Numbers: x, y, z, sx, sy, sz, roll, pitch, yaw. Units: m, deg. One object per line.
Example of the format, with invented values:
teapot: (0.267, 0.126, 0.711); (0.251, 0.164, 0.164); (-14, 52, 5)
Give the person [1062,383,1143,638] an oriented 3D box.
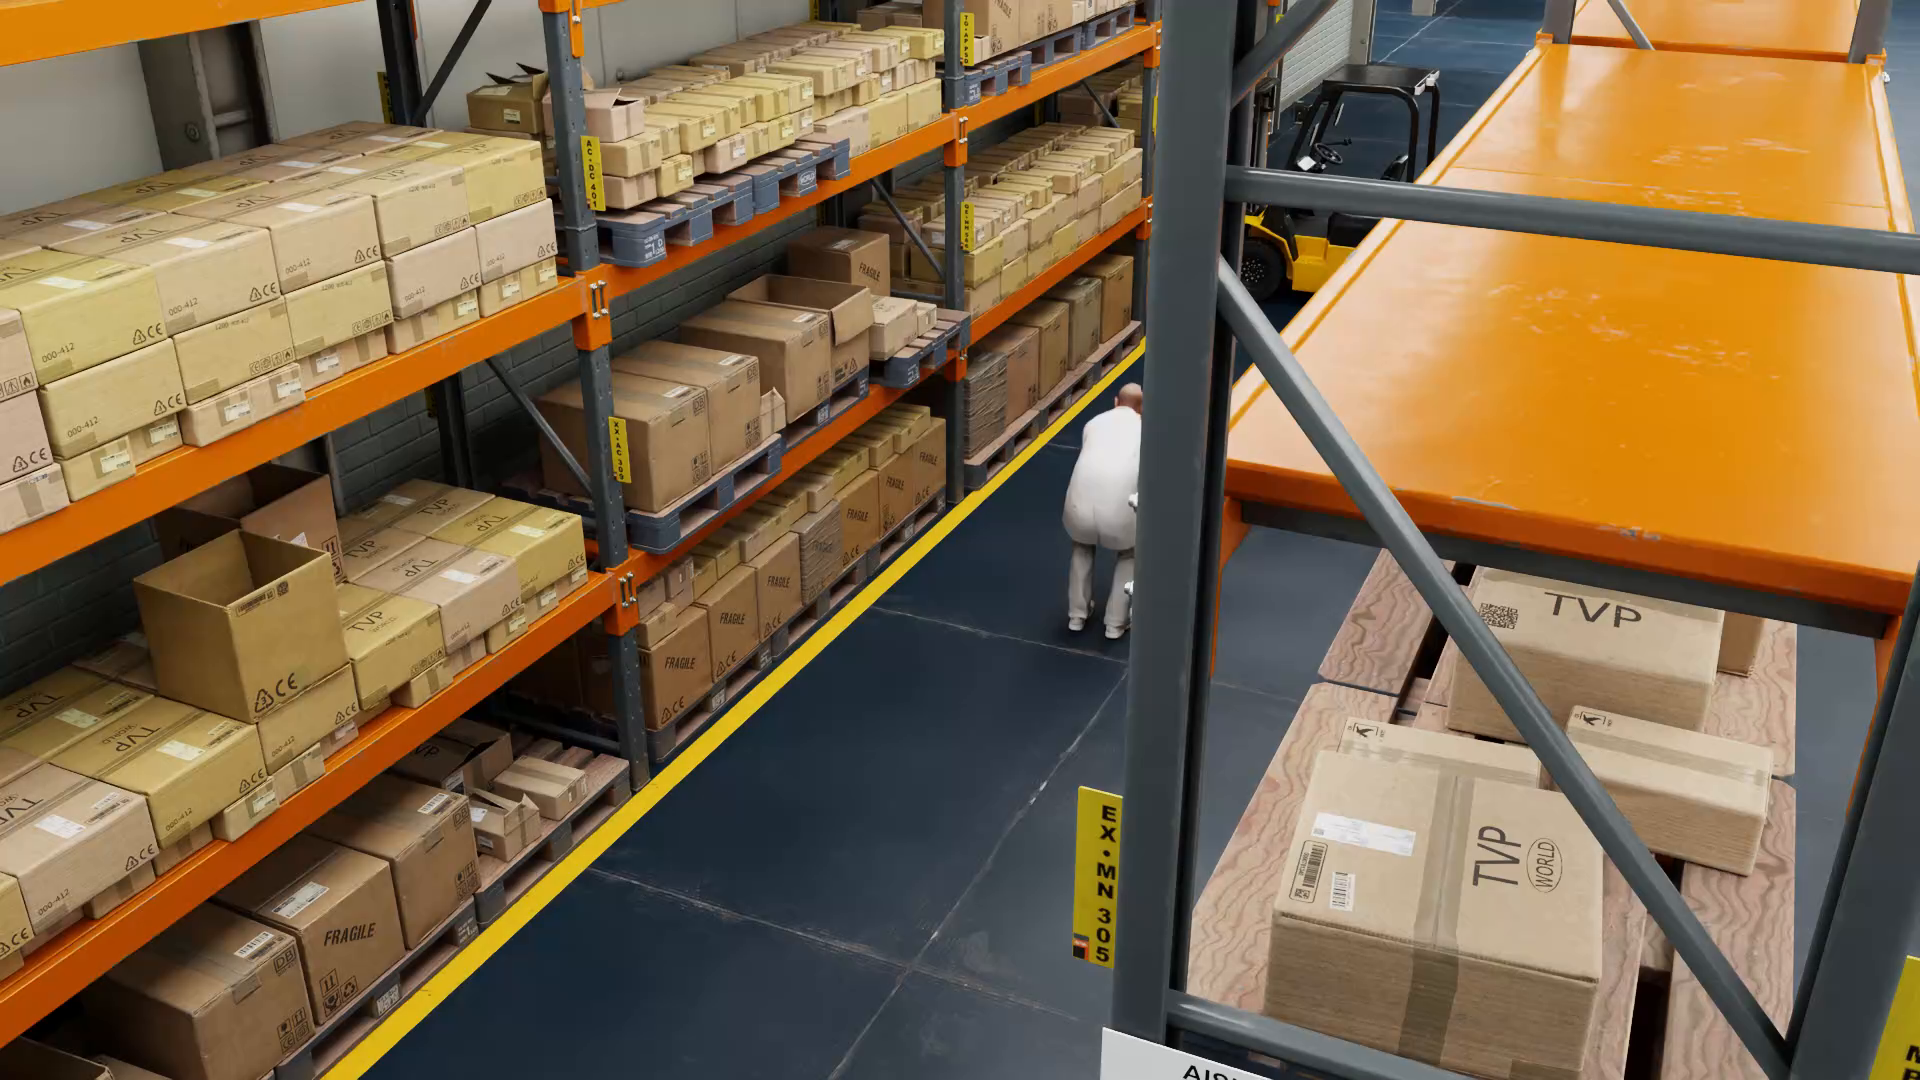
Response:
person: (0.956, -0.178, 10.259); (0.560, 1.403, 0.858); (10, 28, 20)
